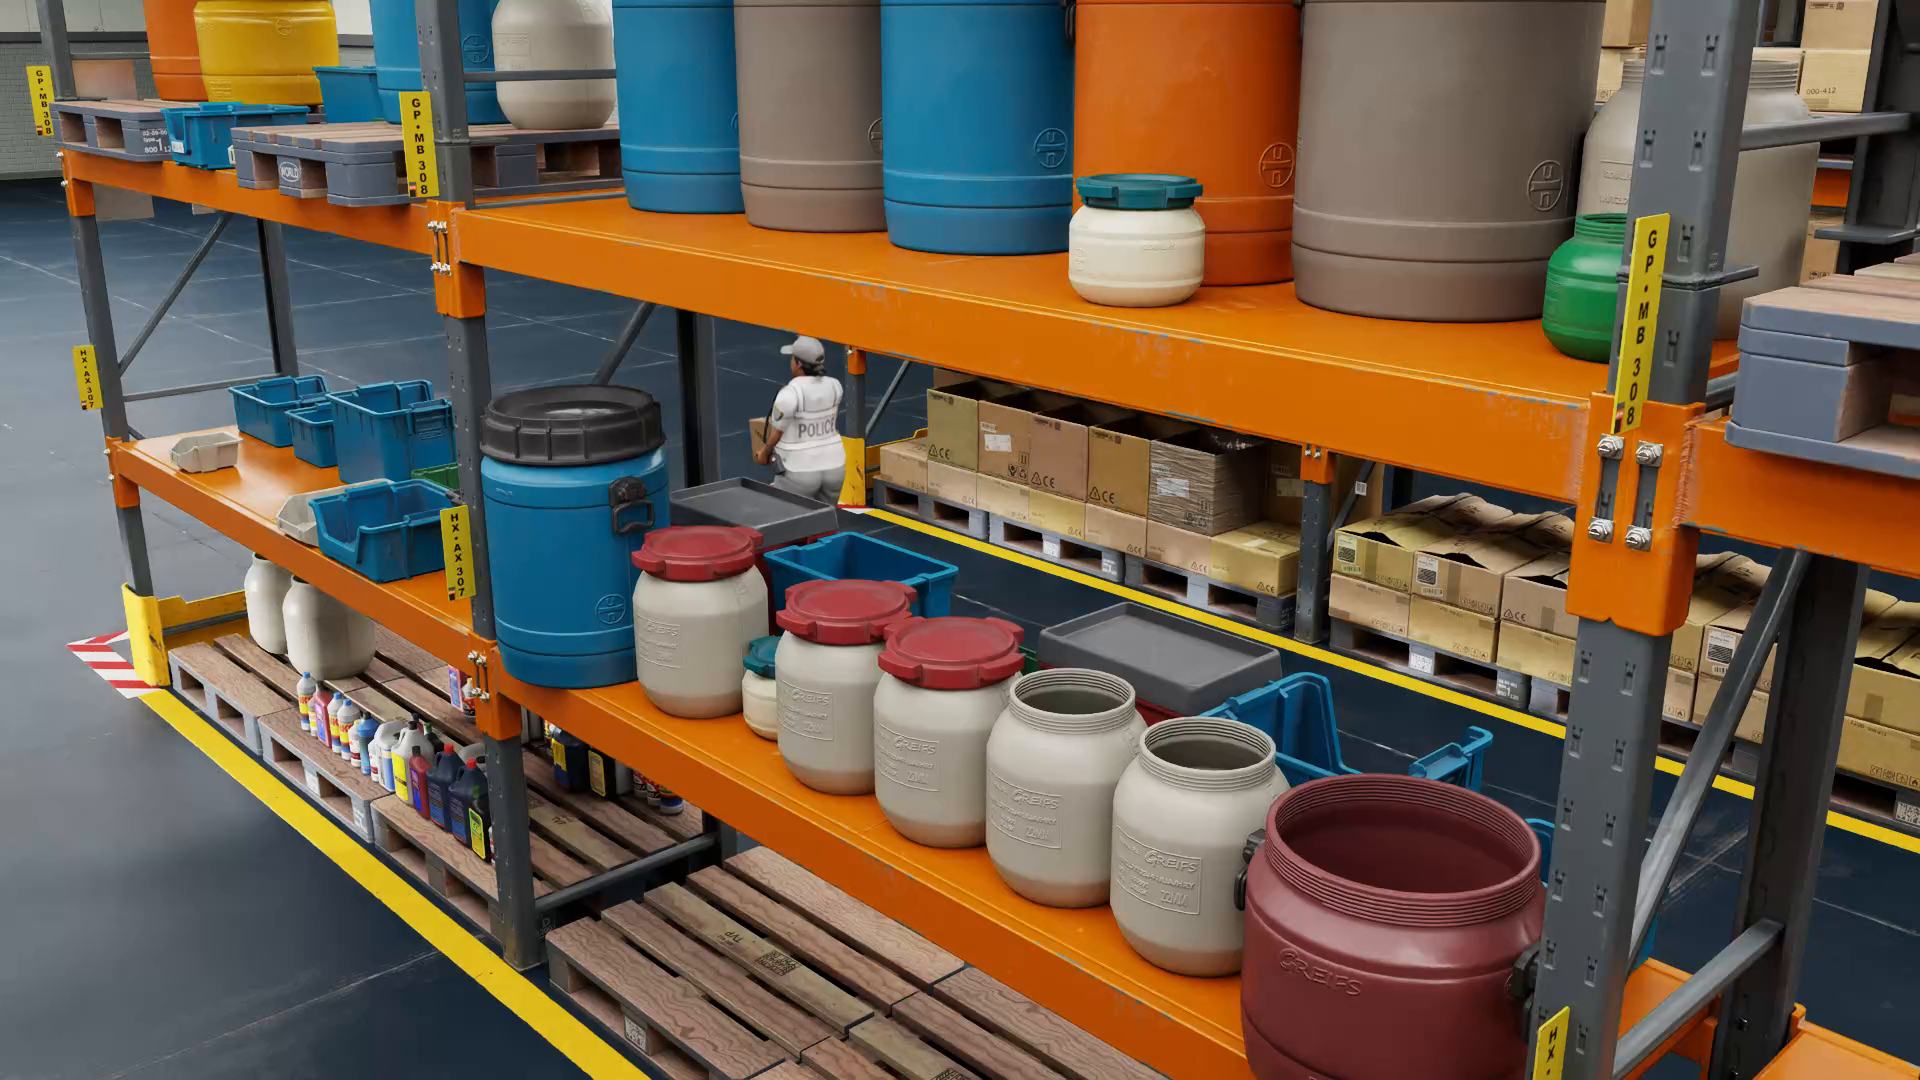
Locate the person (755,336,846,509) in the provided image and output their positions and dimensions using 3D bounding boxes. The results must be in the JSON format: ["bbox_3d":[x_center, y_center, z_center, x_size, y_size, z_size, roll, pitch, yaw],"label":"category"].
[{"bbox_3d":[-0.949,-0.407,9.859,0.453,1.655,0.541,-16,23,-41],"label":"person"}]
